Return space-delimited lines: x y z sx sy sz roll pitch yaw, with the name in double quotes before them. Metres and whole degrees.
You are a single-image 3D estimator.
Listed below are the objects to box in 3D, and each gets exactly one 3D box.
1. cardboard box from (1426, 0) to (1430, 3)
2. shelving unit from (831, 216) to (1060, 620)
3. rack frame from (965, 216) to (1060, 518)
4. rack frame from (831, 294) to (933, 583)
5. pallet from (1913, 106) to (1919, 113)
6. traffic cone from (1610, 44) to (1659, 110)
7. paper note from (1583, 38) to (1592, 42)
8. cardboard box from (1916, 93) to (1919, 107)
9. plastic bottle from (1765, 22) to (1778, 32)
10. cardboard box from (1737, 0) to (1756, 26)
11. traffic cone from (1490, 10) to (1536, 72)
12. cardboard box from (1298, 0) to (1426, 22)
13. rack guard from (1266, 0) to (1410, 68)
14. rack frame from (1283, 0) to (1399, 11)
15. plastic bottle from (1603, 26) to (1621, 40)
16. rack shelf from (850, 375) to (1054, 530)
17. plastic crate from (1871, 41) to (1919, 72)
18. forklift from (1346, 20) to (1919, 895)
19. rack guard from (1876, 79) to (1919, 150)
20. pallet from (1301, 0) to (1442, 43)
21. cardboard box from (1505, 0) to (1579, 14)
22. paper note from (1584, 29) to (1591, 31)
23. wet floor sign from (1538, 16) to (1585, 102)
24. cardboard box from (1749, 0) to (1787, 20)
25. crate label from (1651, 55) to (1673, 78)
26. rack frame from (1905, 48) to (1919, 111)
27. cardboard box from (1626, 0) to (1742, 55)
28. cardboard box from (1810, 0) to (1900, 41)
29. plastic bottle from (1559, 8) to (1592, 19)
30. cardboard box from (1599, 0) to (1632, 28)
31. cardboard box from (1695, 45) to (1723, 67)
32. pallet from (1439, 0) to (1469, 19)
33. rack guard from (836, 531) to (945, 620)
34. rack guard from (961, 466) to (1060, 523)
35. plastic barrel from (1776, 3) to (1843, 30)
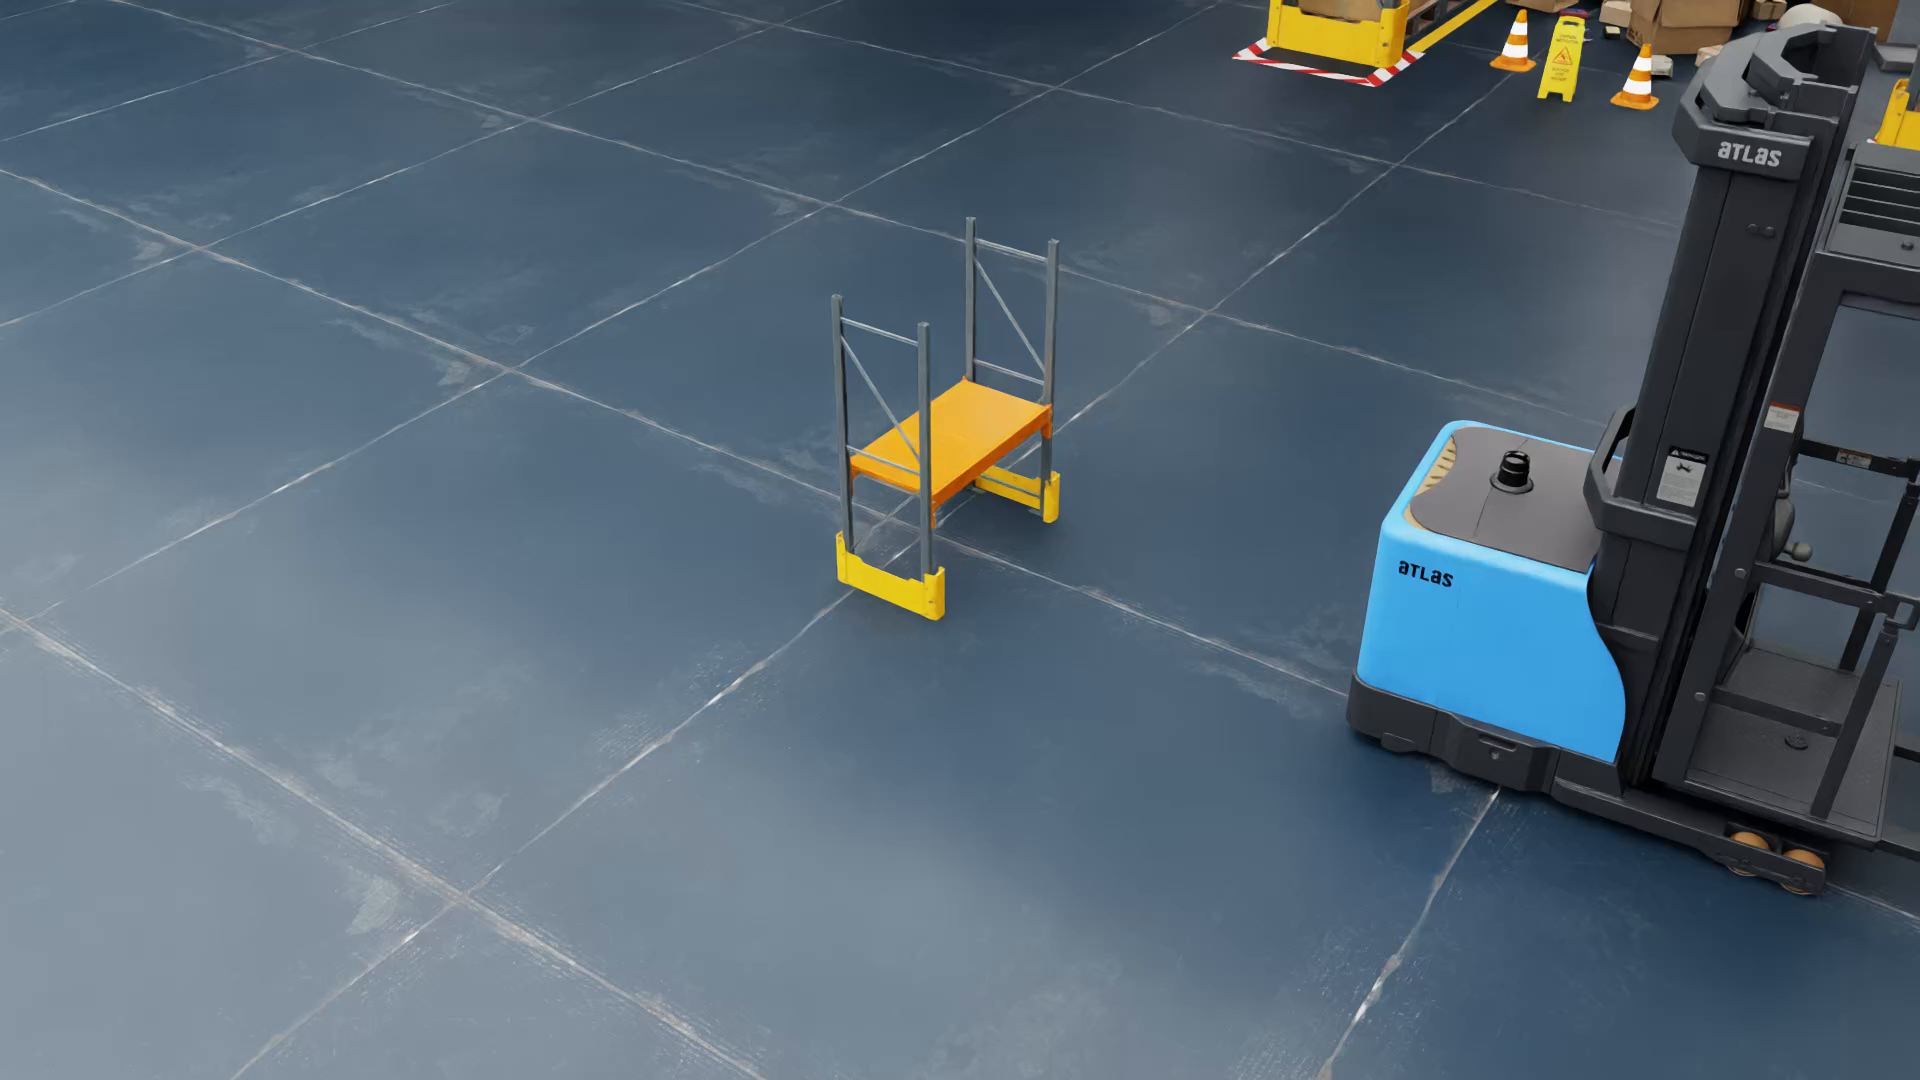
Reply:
"cardboard box" 4.114 -5.568 15.328 0.875 0.875 0.875 21 39 27
"shelving unit" -0.043 -0.586 7.778 0.587 1.500 1.083 21 39 28
"rack frame" 0.241 -0.816 8.118 0.500 1.500 0.032 21 39 28
"rack frame" -0.338 -0.348 7.426 0.500 1.500 0.032 21 39 28
"pallet" 7.942 -3.243 12.857 1.003 0.211 1.213 21 39 28
"traffic cone" 5.486 -3.758 13.394 0.336 0.463 0.334 21 39 28
"paper note" 5.547 -4.465 14.827 0.142 0.017 0.144 -22 40 -29
"cardboard box" 7.660 -3.505 12.834 0.500 0.250 0.500 21 39 28
"plastic bottle" 7.410 -4.629 15.041 0.133 0.061 0.283 29 44 36
"cardboard box" 6.854 -5.073 15.181 0.797 0.637 0.503 21 39 28
"traffic cone" 4.751 -4.275 14.159 0.336 0.463 0.334 21 39 28
"cardboard box" 3.614 -5.162 14.728 0.875 0.875 0.875 21 40 28
"rack guard" 3.268 -4.489 14.441 1.175 0.500 0.348 21 39 28
"rack frame" 3.282 -5.535 13.758 1.000 3.000 0.127 21 39 28
"plastic bottle" 5.857 -4.568 14.950 0.133 0.061 0.283 8 35 12
"rack shelf" -0.049 -0.433 7.873 0.538 0.185 1.000 21 39 28
"plastic crate" 8.118 -4.172 14.347 0.402 0.080 0.583 8 35 12
"forklift" 3.167 -0.220 5.959 3.031 2.935 1.130 17 38 24
"rack guard" 7.450 -3.000 12.240 1.175 0.500 0.348 21 39 28
"pallet" 3.674 -4.773 15.120 1.003 0.211 1.213 21 39 28
"cardboard box" 5.521 -5.300 15.638 0.500 0.500 0.500 29 44 36
"paper note" 5.663 -4.627 15.083 0.123 0.001 0.032 -15 37 -21
"wet floor sign" 4.892 -3.914 13.462 0.267 0.644 0.232 14 37 20
"cardboard box" 7.459 -5.020 15.436 0.258 0.266 0.396 -3 34 -4
"crate label" 5.883 -4.005 14.049 0.250 0.136 0.298 3 34 4
"rack frame" 7.406 -4.001 11.488 1.000 3.000 0.127 21 39 28
"cardboard box" 6.328 -4.584 14.579 0.797 0.503 0.637 -3 34 -4
"cardboard box" 7.958 -4.749 14.823 0.500 0.500 0.500 -9 35 -13
"plastic bottle" 5.705 -4.876 15.405 0.283 0.061 0.133 8 35 12
"cardboard box" 6.096 -4.864 15.206 0.396 0.266 0.258 29 44 36
"cardboard box" 6.494 -4.068 14.133 0.250 0.149 0.380 -15 37 -21
"pallet" 4.370 -5.332 15.947 1.003 0.211 1.213 21 39 28
"rack guard" -0.327 0.161 7.789 0.587 0.250 0.087 21 39 28
"rack guard" 0.240 -0.298 8.467 0.587 0.250 0.087 21 39 28
"plastic barrel" 7.340 -4.368 14.331 0.421 0.421 0.512 -9 35 -13
